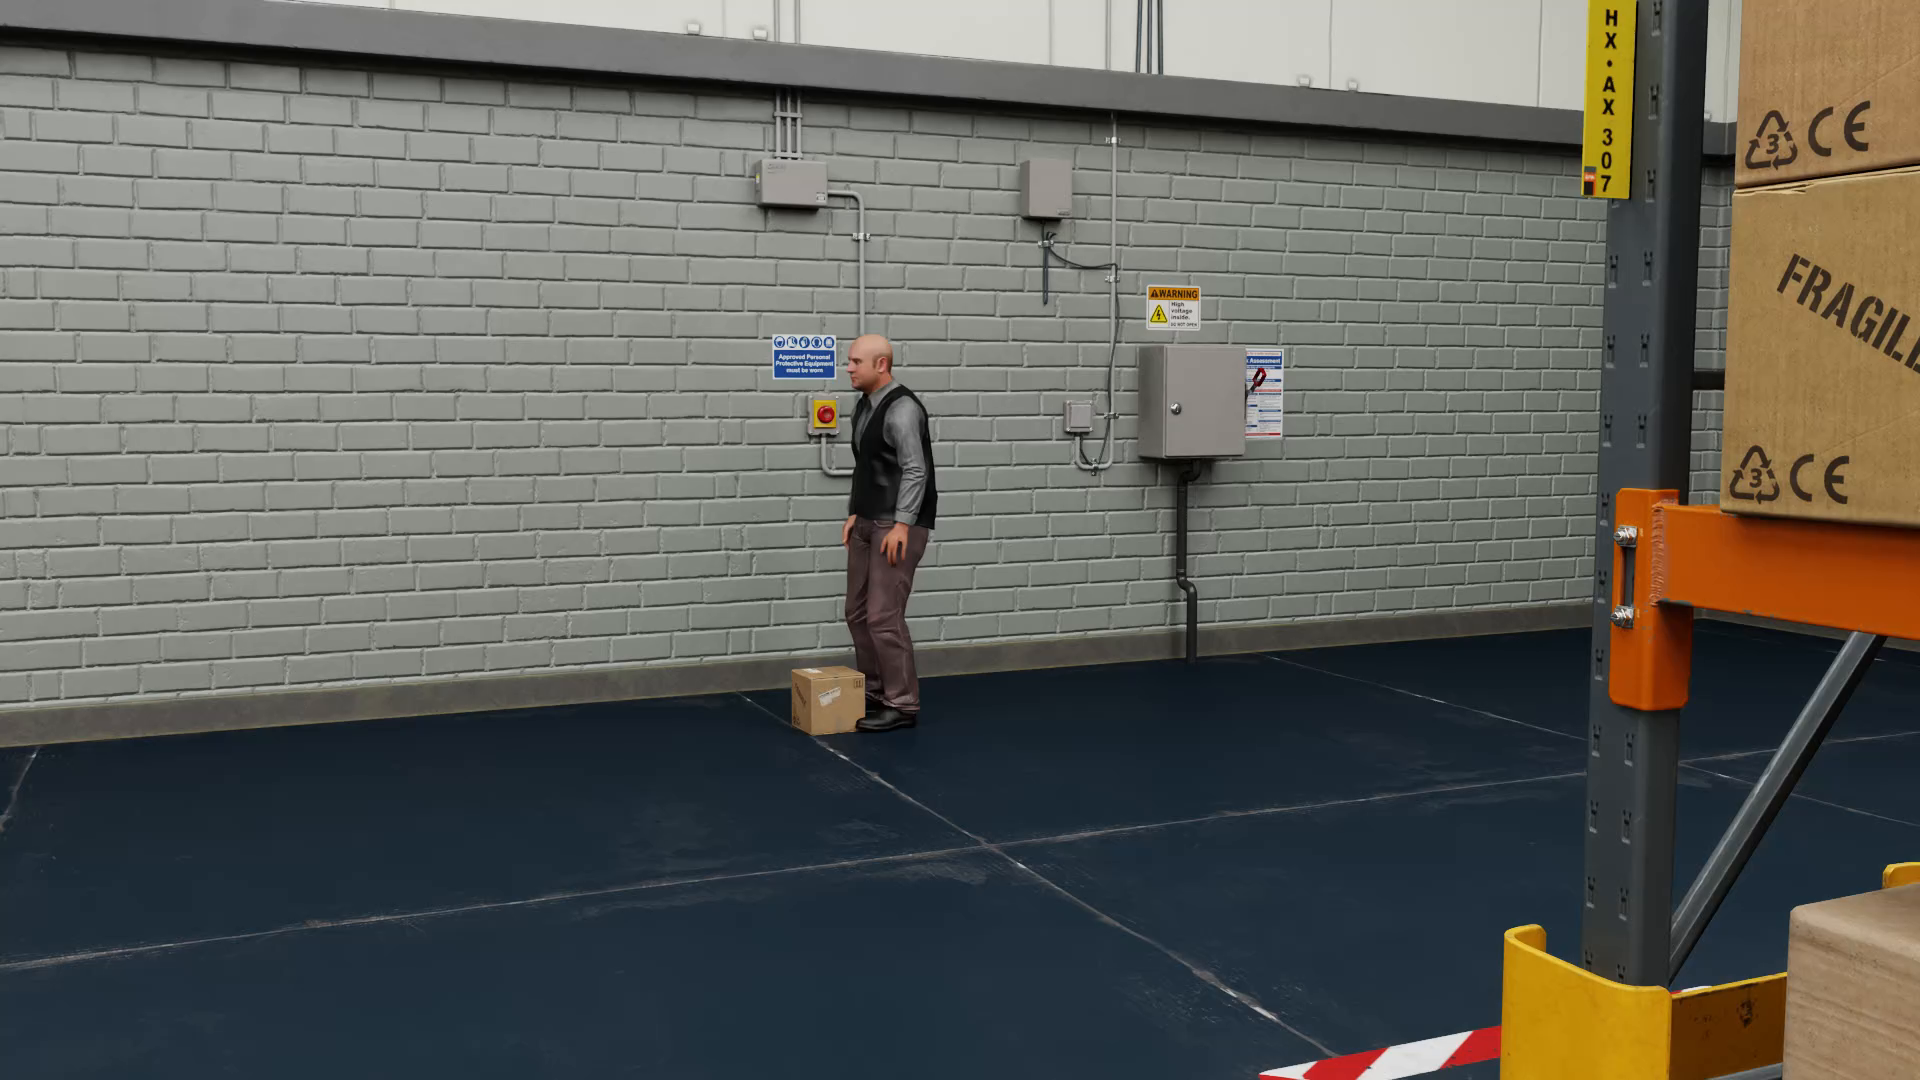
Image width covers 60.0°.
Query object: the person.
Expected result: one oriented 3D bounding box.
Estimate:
[{"bbox_3d":[-0.325,-0.043,7.341,0.420,1.720,0.581,-3,6,-26],"label":"person"}]
